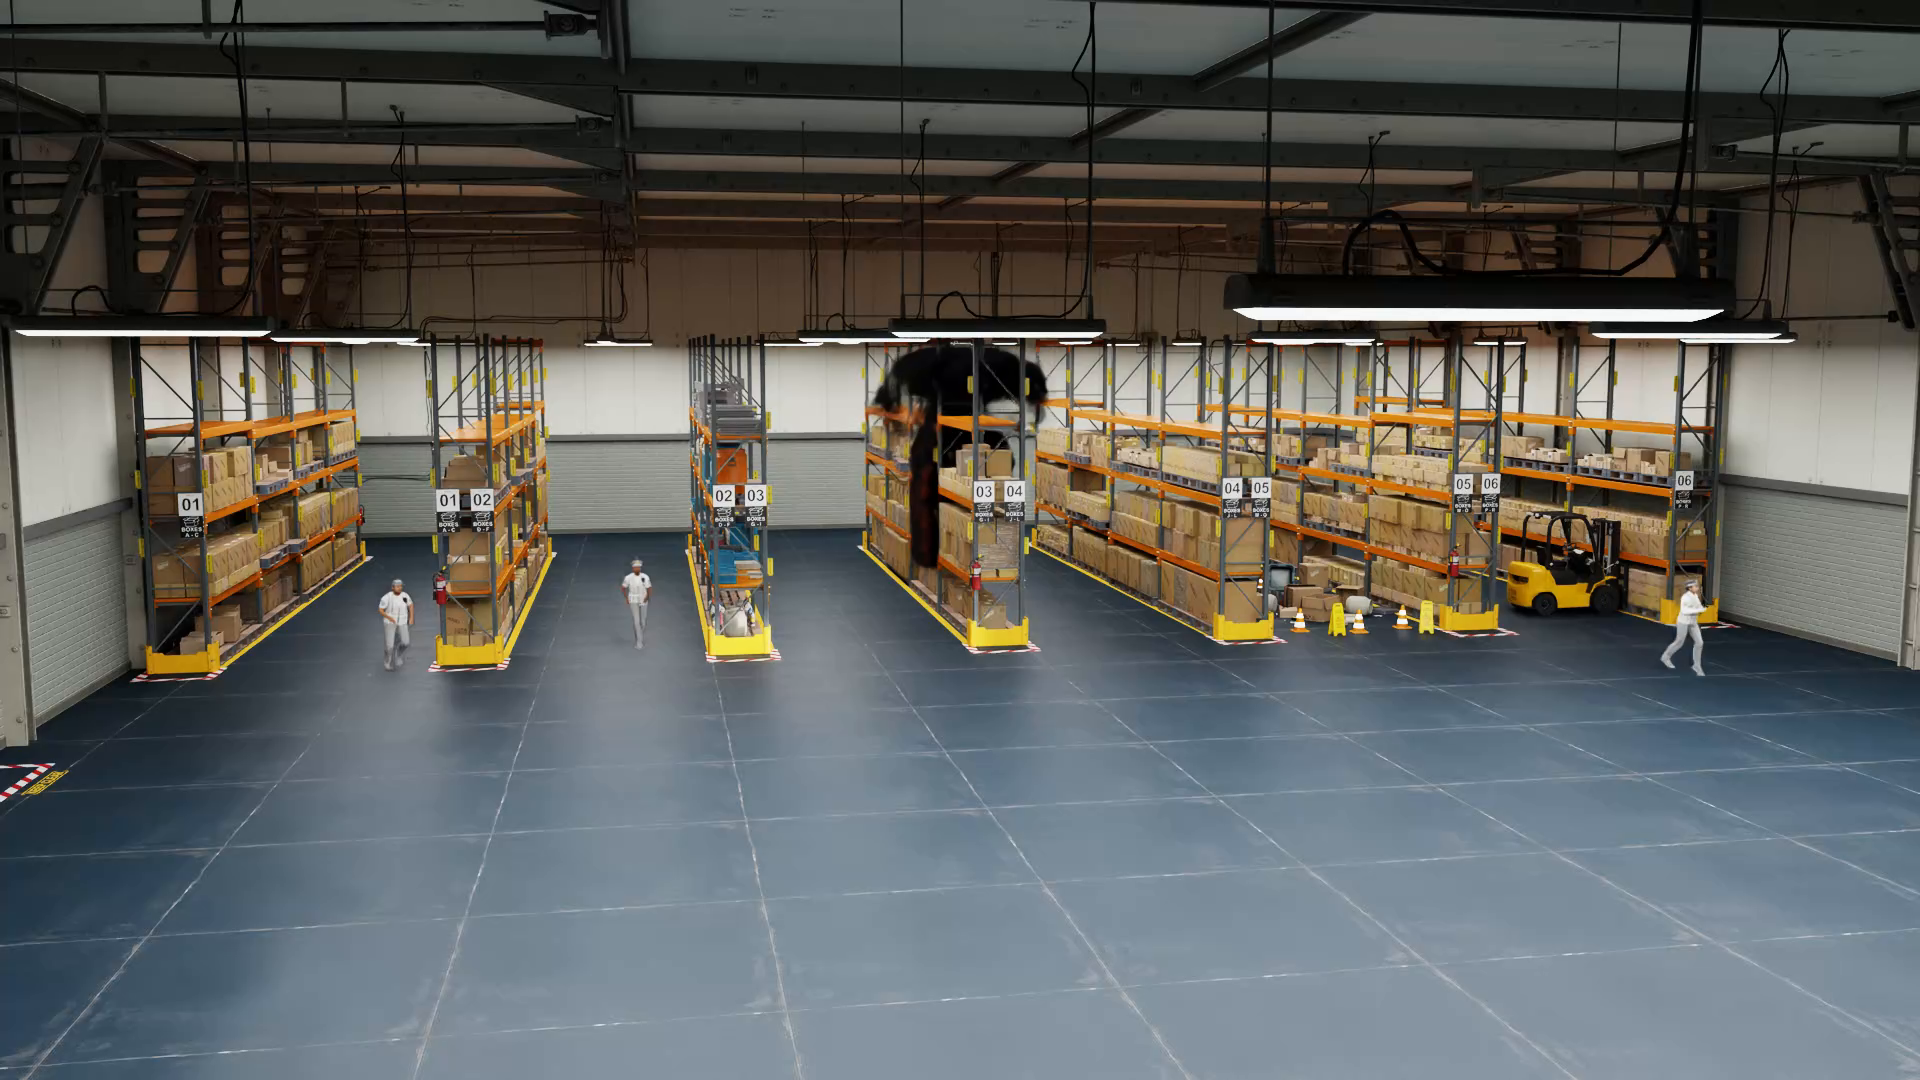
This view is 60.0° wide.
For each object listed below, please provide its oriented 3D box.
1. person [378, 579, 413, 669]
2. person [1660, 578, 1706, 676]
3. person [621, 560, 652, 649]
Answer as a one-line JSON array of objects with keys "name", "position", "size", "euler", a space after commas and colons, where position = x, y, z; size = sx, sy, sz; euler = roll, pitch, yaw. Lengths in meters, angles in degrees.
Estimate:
[{"name": "person", "position": [-10.083, 1.503, 29.837], "size": [0.655, 1.608, 0.573], "euler": [-4, 8, -34]}, {"name": "person", "position": [12.840, 1.529, 29.475], "size": [0.596, 1.764, 0.834], "euler": [-4, 8, -34]}, {"name": "person", "position": [-6.247, 1.218, 32.188], "size": [0.582, 1.699, 0.763], "euler": [-2, 7, -19]}]
